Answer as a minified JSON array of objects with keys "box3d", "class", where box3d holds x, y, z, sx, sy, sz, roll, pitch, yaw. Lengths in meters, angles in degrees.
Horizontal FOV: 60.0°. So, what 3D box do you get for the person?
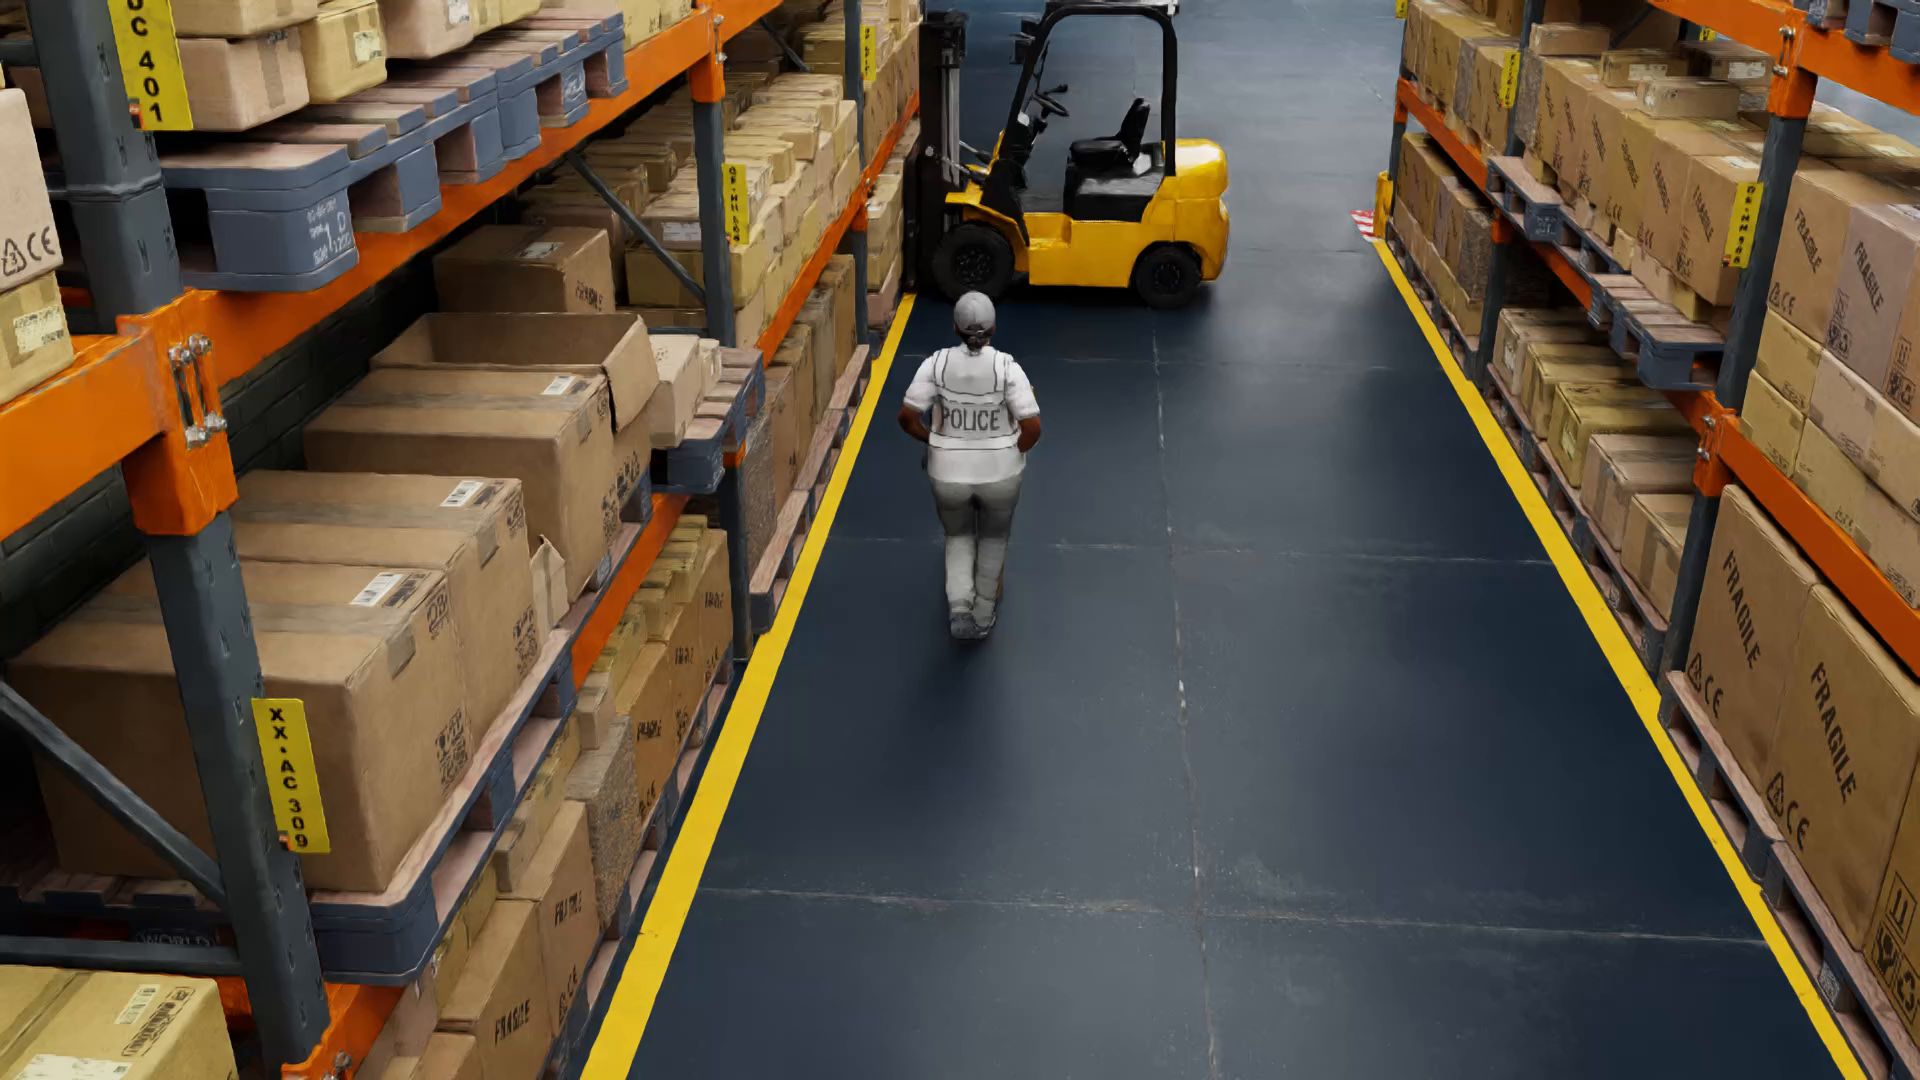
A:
[{"box3d":[0.053,-0.290,7.266,0.622,1.631,0.563,3,25,8],"class":"person"}]
